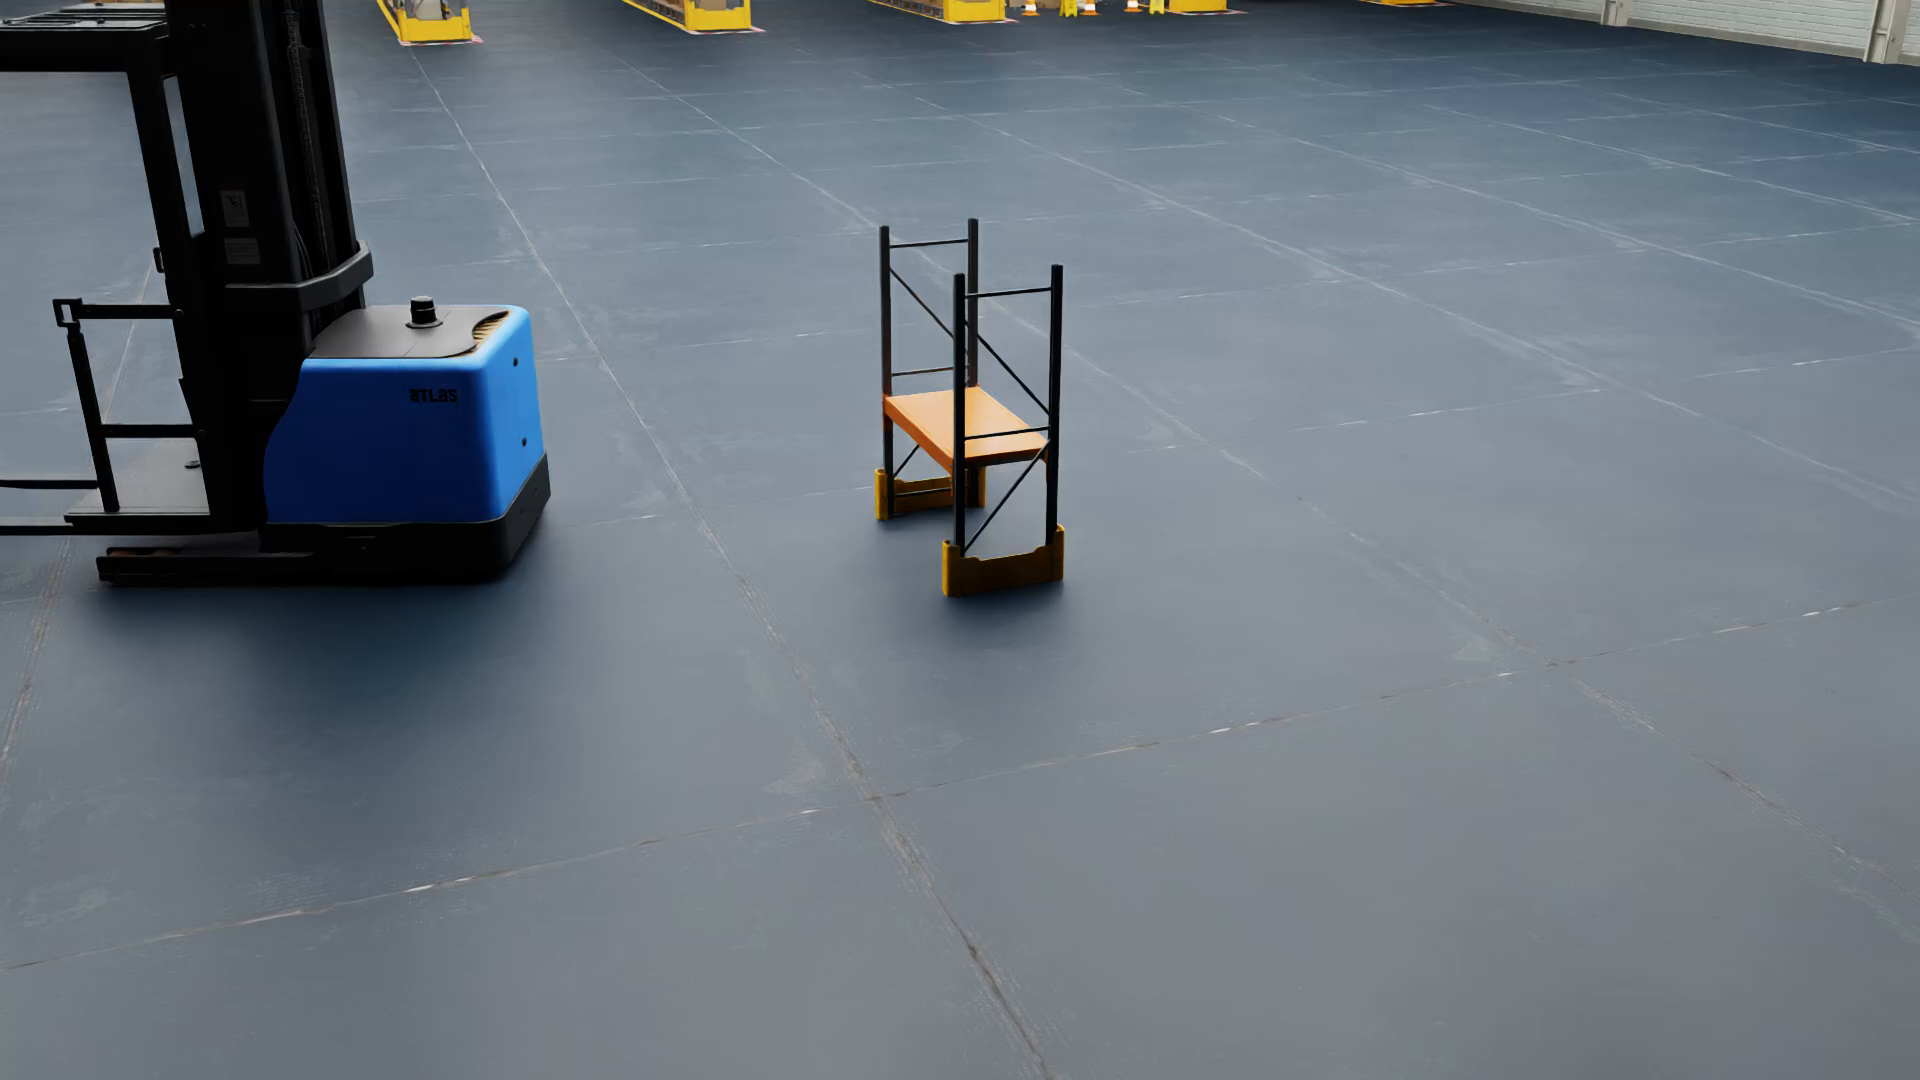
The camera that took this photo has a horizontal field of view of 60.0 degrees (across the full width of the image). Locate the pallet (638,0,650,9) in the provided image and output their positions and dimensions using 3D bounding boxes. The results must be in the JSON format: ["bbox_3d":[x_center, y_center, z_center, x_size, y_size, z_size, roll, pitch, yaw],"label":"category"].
[{"bbox_3d":[-6.102,-11.214,34.584,1.003,0.211,1.213,-8,24,-19],"label":"pallet"}]

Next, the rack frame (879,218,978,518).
[{"bbox_3d":[-0.149,-0.845,8.323,0.500,1.500,0.032,-8,24,-19],"label":"rack frame"}]

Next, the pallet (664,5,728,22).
[{"bbox_3d":[-5.120,-10.248,32.292,1.003,0.211,1.213,-8,24,-19],"label":"pallet"}]

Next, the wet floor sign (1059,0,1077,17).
[{"bbox_3d":[2.126,-10.583,32.528,0.267,0.644,0.232,-13,26,-28],"label":"wet floor sign"}]

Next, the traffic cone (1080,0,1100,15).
[{"bbox_3d":[2.581,-10.657,32.938,0.336,0.463,0.334,-8,24,-19],"label":"traffic cone"}]

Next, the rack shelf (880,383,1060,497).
[{"bbox_3d":[0.030,-0.494,7.955,0.538,0.185,1.000,-8,24,-19],"label":"rack shelf"}]

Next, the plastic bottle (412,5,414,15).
[{"bbox_3d":[-10.107,-9.773,30.612,0.097,0.201,0.097,0,23,0],"label":"plastic bottle"}]

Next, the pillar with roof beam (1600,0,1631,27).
[{"bbox_3d":[8.190,-13.175,27.923,9.100,9.000,0.400,-8,24,-19],"label":"pillar with roof beam"}]

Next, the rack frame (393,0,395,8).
[{"bbox_3d":[-10.459,-11.537,31.759,1.000,3.000,0.127,-8,24,-19],"label":"rack frame"}]

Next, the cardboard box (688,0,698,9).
[{"bbox_3d":[-4.861,-10.246,31.375,0.500,0.500,0.500,-2,23,-5],"label":"cardboard box"}]

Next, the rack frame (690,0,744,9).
[{"bbox_3d":[-4.412,-10.763,29.923,1.000,3.000,0.127,-8,24,-19],"label":"rack frame"}]

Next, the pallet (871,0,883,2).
[{"bbox_3d":[-1.493,-11.845,36.081,1.003,0.211,1.213,-8,24,-19],"label":"pallet"}]

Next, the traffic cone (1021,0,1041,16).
[{"bbox_3d":[1.404,-10.625,32.864,0.336,0.463,0.334,-8,24,-19],"label":"traffic cone"}]

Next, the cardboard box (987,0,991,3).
[{"bbox_3d":[0.359,-11.286,34.380,0.500,0.500,0.500,-4,23,-10],"label":"cardboard box"}]

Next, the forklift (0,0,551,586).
[{"bbox_3d":[-3.630,-1.344,7.666,3.031,2.935,1.130,0,23,0],"label":"forklift"}]

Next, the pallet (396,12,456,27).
[{"bbox_3d":[-9.826,-9.558,30.655,1.003,0.211,1.213,-8,24,-19],"label":"pallet"}]

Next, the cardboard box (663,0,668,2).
[{"bbox_3d":[-5.722,-11.107,33.418,0.500,0.500,0.500,-9,25,-21],"label":"cardboard box"}]

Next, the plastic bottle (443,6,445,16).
[{"bbox_3d":[-9.432,-9.735,30.523,0.097,0.201,0.097,0,23,0],"label":"plastic bottle"}]

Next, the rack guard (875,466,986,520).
[{"bbox_3d":[-0.149,-0.268,8.565,0.587,0.250,0.087,-8,24,-19],"label":"rack guard"}]

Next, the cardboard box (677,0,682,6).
[{"bbox_3d":[-5.219,-10.685,32.417,0.500,0.500,0.500,-11,25,-24],"label":"cardboard box"}]

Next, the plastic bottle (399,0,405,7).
[{"bbox_3d":[-10.168,-9.733,30.421,0.152,0.276,0.135,-8,24,-19],"label":"plastic bottle"}]

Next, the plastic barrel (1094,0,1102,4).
[{"bbox_3d":[2.713,-11.478,34.938,0.512,0.421,0.421,8,24,18],"label":"plastic barrel"}]

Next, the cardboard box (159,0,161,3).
[{"bbox_3d":[-14.380,-9.627,29.264,0.500,0.500,0.500,-8,24,-19],"label":"cardboard box"}]

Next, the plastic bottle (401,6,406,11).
[{"bbox_3d":[-10.105,-9.604,30.210,0.097,0.201,0.097,0,23,0],"label":"plastic bottle"}]

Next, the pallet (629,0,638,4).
[{"bbox_3d":[-6.537,-11.658,35.637,1.003,0.211,1.213,-8,24,-19],"label":"pallet"}]

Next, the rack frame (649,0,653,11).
[{"bbox_3d":[-5.826,-12.216,33.372,1.000,3.000,0.127,-8,24,-19],"label":"rack frame"}]

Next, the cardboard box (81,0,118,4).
[{"bbox_3d":[-14.149,-8.831,27.374,0.500,0.500,0.500,-8,24,-19],"label":"cardboard box"}]

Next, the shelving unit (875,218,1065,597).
[{"bbox_3d":[0.027,-0.663,7.893,0.587,1.500,1.083,-8,24,-19],"label":"shelving unit"}]

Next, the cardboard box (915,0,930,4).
[{"bbox_3d":[-0.351,-11.178,33.103,0.875,0.875,0.875,-9,24,-20],"label":"cardboard box"}]

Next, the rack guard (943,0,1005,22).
[{"bbox_3d":[0.272,-10.246,31.916,1.175,0.500,0.348,-8,24,-19],"label":"rack guard"}]

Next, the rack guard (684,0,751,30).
[{"bbox_3d":[-4.439,-9.638,30.474,1.175,0.500,0.348,-8,24,-19],"label":"rack guard"}]

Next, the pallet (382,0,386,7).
[{"bbox_3d":[-11.635,-11.418,35.069,1.003,0.211,1.213,-8,24,-19],"label":"pallet"}]

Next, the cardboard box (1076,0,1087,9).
[{"bbox_3d":[2.506,-11.008,34.175,0.380,0.149,0.250,4,23,9],"label":"cardboard box"}]

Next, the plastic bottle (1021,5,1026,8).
[{"bbox_3d":[1.357,-10.974,34.209,0.133,0.061,0.283,-18,29,-37],"label":"plastic bottle"}]

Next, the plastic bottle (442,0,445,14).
[{"bbox_3d":[-9.516,-9.855,30.715,0.097,0.271,0.097,0,23,0],"label":"plastic bottle"}]

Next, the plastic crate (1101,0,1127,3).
[{"bbox_3d":[3.233,-11.547,35.544,0.402,0.080,0.583,-18,29,-37],"label":"plastic crate"}]

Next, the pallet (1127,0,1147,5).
[{"bbox_3d":[4.151,-11.608,35.518,1.003,0.211,1.213,-8,24,-19],"label":"pallet"}]

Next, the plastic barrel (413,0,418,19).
[{"bbox_3d":[-9.527,-9.541,29.687,0.421,0.512,0.421,0,23,0],"label":"plastic barrel"}]

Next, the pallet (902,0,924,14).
[{"bbox_3d":[-0.519,-10.844,33.706,1.003,0.211,1.213,-8,24,-19],"label":"pallet"}]
